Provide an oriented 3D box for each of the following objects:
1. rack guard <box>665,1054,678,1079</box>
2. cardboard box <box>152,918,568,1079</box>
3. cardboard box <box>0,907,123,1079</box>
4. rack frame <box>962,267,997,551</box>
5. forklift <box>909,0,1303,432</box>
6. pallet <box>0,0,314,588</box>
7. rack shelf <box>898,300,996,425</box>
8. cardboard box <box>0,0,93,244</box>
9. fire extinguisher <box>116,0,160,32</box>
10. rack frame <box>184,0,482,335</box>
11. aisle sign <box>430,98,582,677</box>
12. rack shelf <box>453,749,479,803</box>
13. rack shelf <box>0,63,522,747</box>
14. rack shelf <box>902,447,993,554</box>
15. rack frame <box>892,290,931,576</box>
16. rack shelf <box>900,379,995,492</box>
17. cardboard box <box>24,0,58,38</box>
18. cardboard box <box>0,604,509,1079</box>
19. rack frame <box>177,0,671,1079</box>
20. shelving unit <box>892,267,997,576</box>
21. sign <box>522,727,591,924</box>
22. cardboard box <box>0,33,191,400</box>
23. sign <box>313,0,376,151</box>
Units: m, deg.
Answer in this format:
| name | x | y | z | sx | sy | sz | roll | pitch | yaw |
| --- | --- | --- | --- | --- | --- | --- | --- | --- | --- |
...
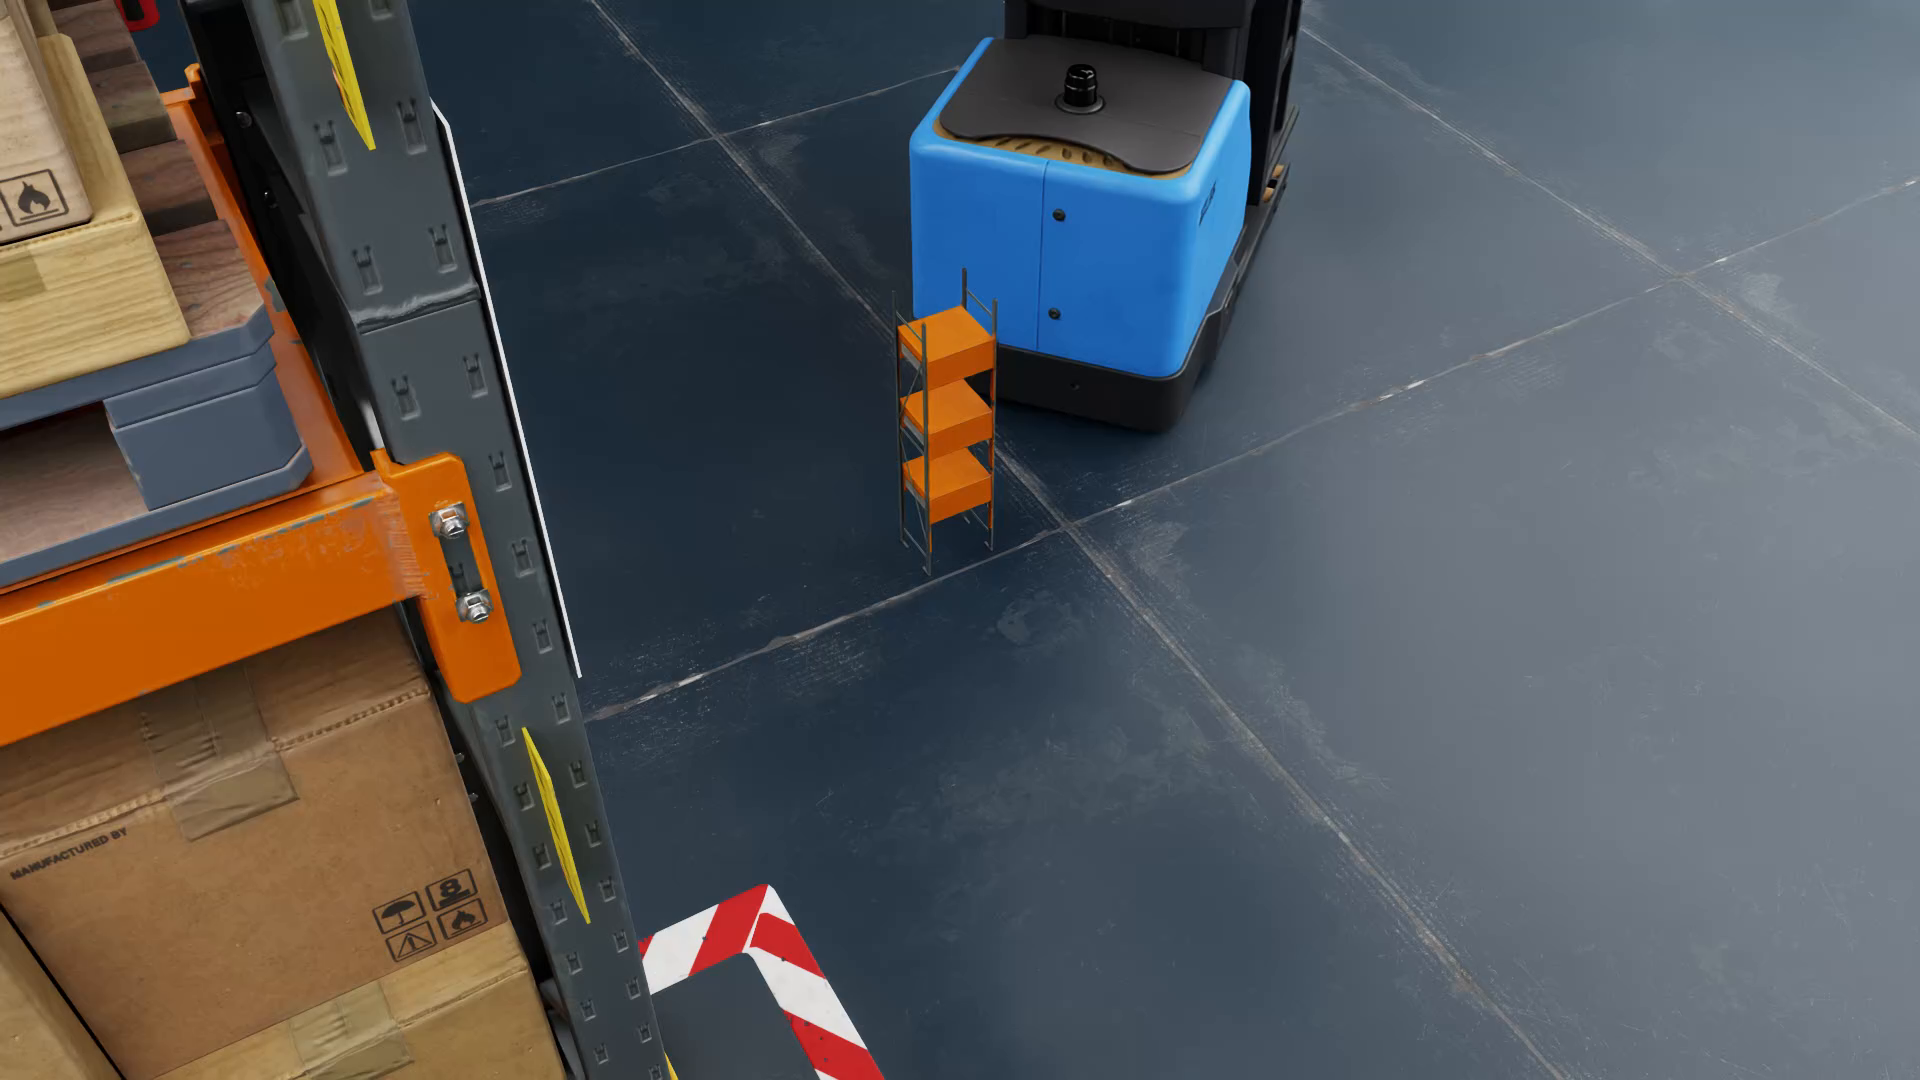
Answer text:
| name | x | y | z | sx | sy | sz | roll | pitch | yaw |
| --- | --- | --- | --- | --- | --- | --- | --- | --- | --- |
| rack guard | -0.771 | 1.438 | 3.909 | 0.348 | 0.500 | 1.175 | -22 | 48 | -21 |
| cardboard box | -1.091 | 0.652 | 2.817 | 0.550 | 0.550 | 0.875 | -22 | 48 | -21 |
| cardboard box | -1.564 | 0.460 | 2.239 | 0.550 | 0.550 | 0.875 | -22 | 48 | -21 |
| rack frame | 0.059 | -0.401 | 5.409 | 0.008 | 1.050 | 0.200 | -22 | 48 | -21 |
| forklift | 0.795 | -2.489 | 6.210 | 1.130 | 2.935 | 3.031 | 14 | 46 | 14 |
| pallet | -1.430 | -0.231 | 1.745 | 1.213 | 0.211 | 1.003 | -22 | 48 | -21 |
| rack shelf | -0.046 | -0.554 | 5.175 | 0.240 | 0.259 | 0.215 | -22 | 48 | -21 |
| cardboard box | -1.077 | -0.428 | 1.404 | 0.500 | 0.250 | 0.500 | -21 | 48 | -20 |
| fire extinguisher | -3.017 | -2.138 | 5.855 | 0.183 | 0.674 | 0.296 | -22 | 48 | -21 |
| rack frame | -0.792 | -1.603 | 0.941 | 0.127 | 3.000 | 1.000 | -22 | 48 | -21 |
| aisle sign | -0.581 | -0.227 | 1.963 | 0.004 | 0.787 | 0.394 | -22 | 48 | -21 |
| rack shelf | -2.526 | 1.502 | 2.566 | 4.000 | 0.370 | 1.077 | -22 | 48 | -21 |
| rack shelf | -2.526 | 0.425 | 1.521 | 4.000 | 0.370 | 1.077 | -22 | 48 | -21 |
| rack shelf | -0.046 | -0.151 | 5.566 | 0.240 | 0.259 | 0.215 | -22 | 48 | -21 |
| rack frame | -0.152 | -0.316 | 5.322 | 0.008 | 1.050 | 0.200 | -22 | 48 | -21 |
| rack shelf | -0.046 | -0.351 | 5.373 | 0.240 | 0.259 | 0.215 | -22 | 48 | -21 |
| cardboard box | -1.249 | -0.698 | 1.969 | 0.250 | 0.149 | 0.380 | -21 | 48 | -21 |
| cardboard box | -1.133 | 0.213 | 2.493 | 0.550 | 0.550 | 0.875 | -22 | 48 | -21 |
| rack frame | -0.792 | 0.549 | 3.030 | 0.127 | 3.000 | 1.000 | -22 | 48 | -21 |
| shelving unit | -0.046 | -0.358 | 5.365 | 0.252 | 1.050 | 0.215 | -22 | 48 | -21 |
| sign | -0.534 | 0.381 | 2.202 | 0.005 | 0.325 | 0.100 | -22 | 48 | -21 |
| cardboard box | -0.912 | -0.303 | 1.562 | 0.250 | 0.149 | 0.380 | -22 | 48 | -21 |
| sign | -0.534 | -0.484 | 1.362 | 0.005 | 0.325 | 0.100 | -22 | 48 | -21 |
